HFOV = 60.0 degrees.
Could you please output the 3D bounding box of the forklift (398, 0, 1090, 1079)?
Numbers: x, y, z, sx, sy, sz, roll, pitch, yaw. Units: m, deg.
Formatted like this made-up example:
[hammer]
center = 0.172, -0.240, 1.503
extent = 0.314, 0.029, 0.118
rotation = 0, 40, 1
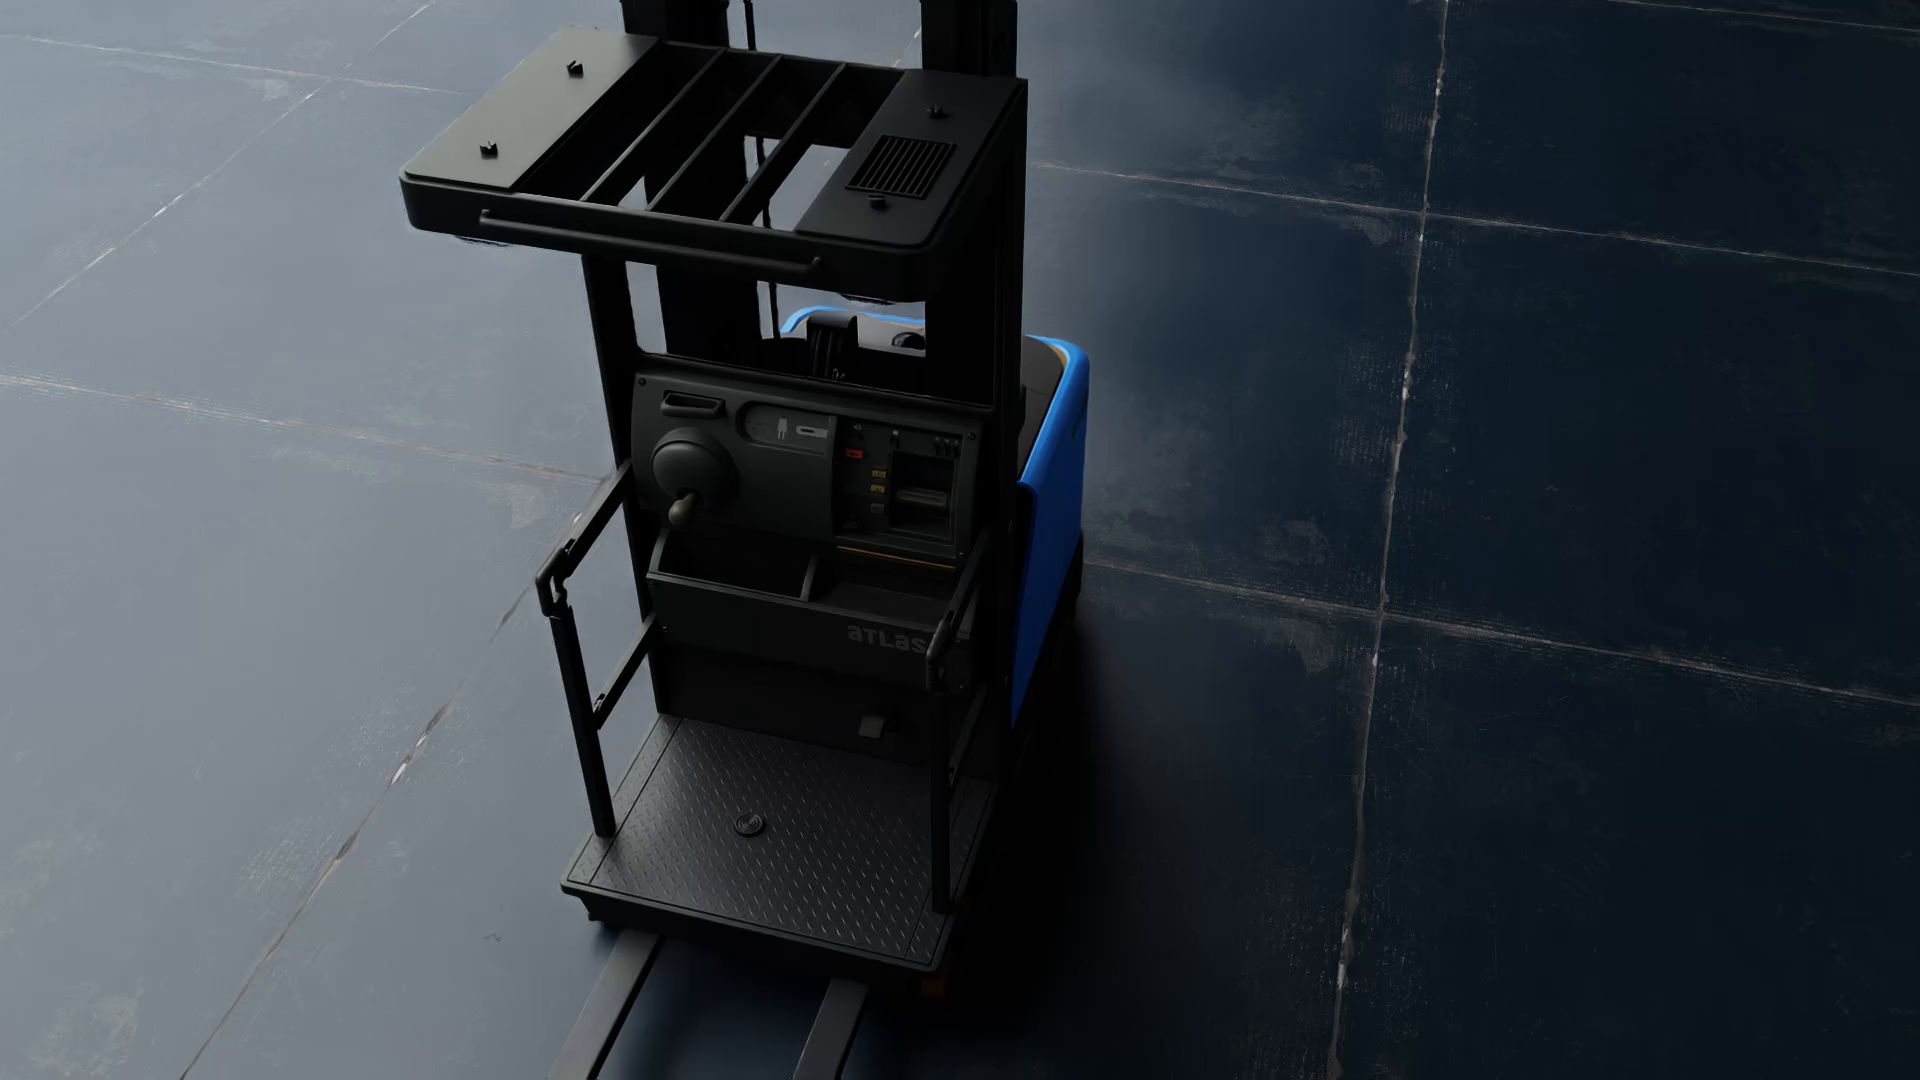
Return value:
[forklift]
center = -0.457, -0.105, 4.096
extent = 1.130, 2.935, 3.031
rotation = 10, 41, 12
